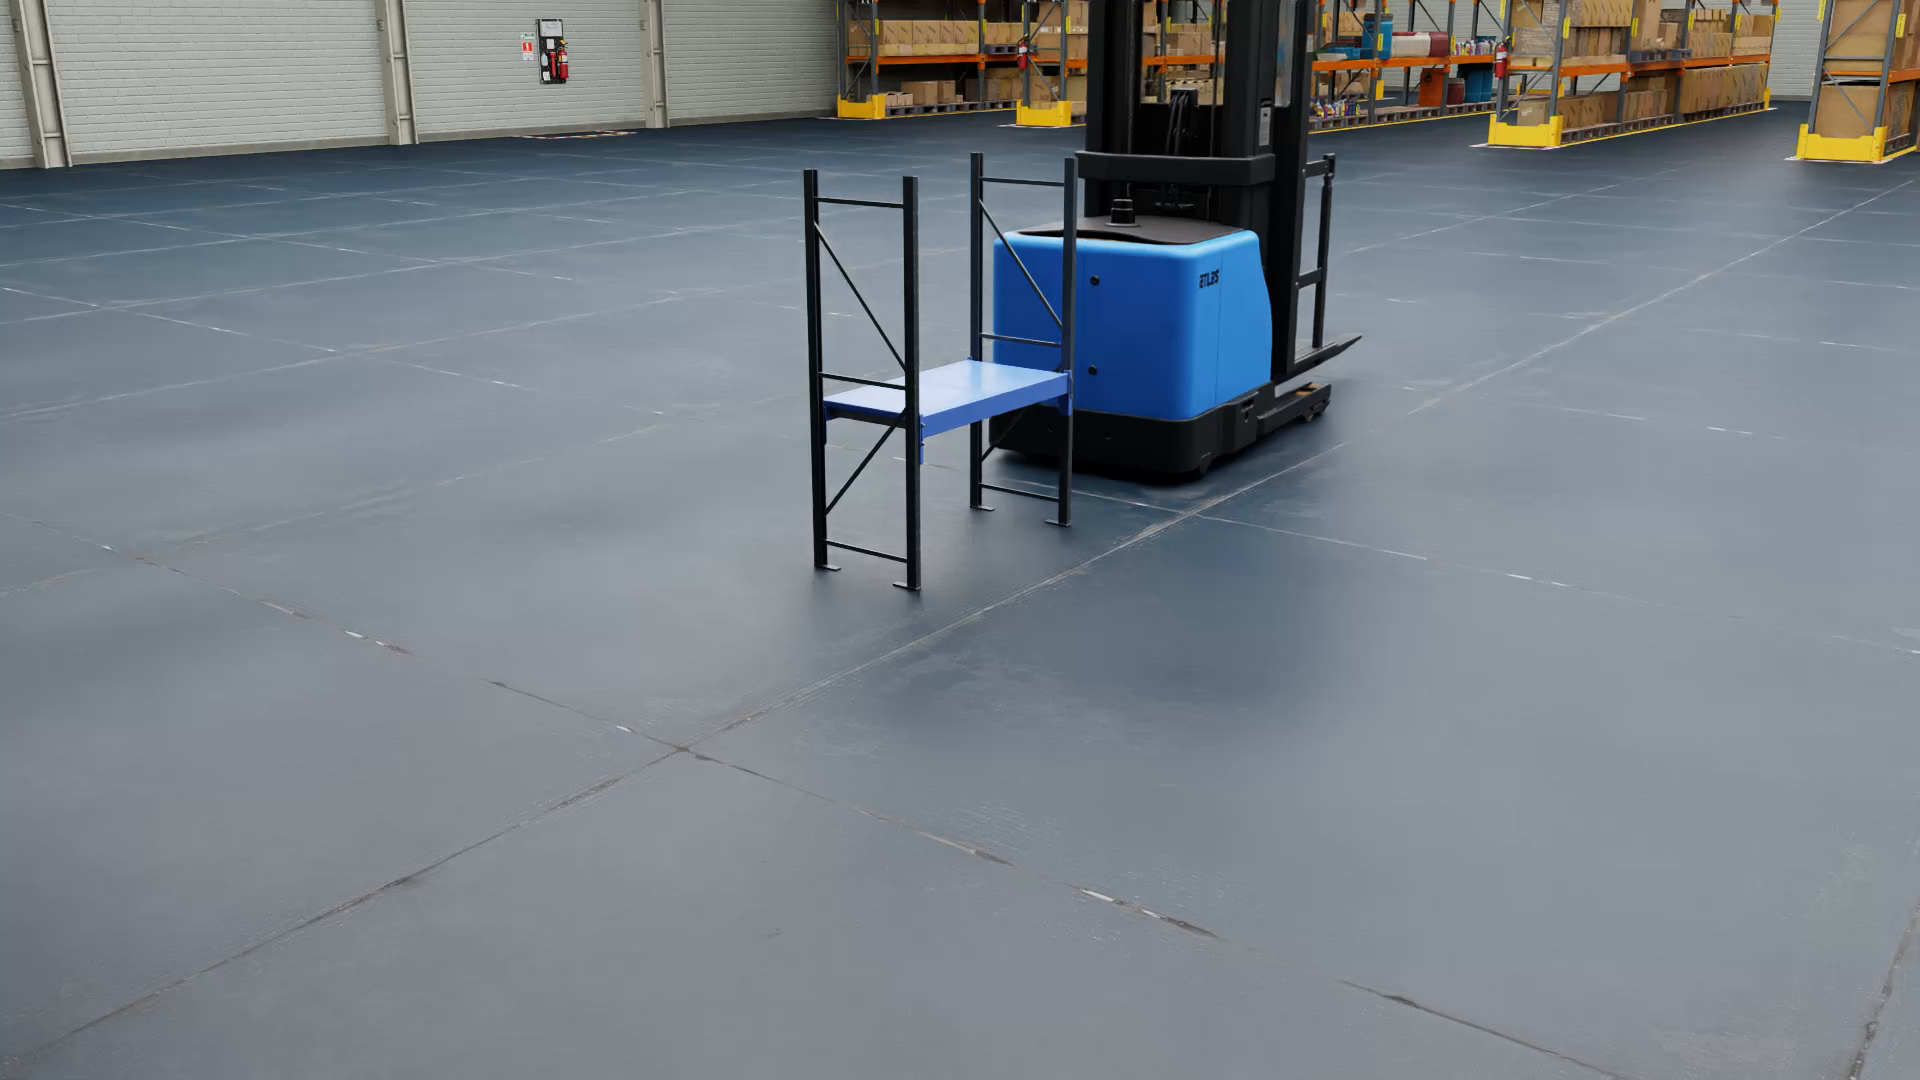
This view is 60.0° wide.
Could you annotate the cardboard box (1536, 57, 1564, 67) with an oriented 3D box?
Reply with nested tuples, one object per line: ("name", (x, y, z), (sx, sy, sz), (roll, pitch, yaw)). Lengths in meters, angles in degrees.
("cardboard box", (10.046, -8.140, 28.321), (0.380, 0.149, 0.250), (12, 21, 35))

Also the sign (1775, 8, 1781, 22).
("sign", (19.645, -12.612, 39.946), (0.100, 0.325, 0.005), (12, 21, 35))

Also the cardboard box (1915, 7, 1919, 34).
("cardboard box", (15.509, -8.640, 27.435), (0.875, 0.550, 0.550), (12, 21, 35))

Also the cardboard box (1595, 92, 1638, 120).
("cardboard box", (12.750, -8.456, 32.388), (0.700, 0.500, 0.500), (12, 21, 34))

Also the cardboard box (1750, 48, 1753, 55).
("cardboard box", (18.205, -11.355, 38.676), (0.380, 0.149, 0.250), (12, 21, 33))

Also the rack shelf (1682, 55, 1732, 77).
("rack shelf", (15.643, -10.272, 35.977), (1.077, 0.370, 4.000), (12, 21, 35))

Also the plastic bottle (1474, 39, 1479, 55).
("plastic bottle", (11.916, -11.405, 38.494), (0.144, 0.351, 0.185), (12, 21, 35))

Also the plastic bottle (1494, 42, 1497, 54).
("plastic bottle", (12.664, -11.670, 39.475), (0.152, 0.276, 0.135), (12, 21, 35))

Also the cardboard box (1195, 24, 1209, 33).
("cardboard box", (6.563, -14.515, 47.922), (0.980, 0.700, 0.700), (12, 21, 34))

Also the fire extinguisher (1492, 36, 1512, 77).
("fire extinguisher", (9.246, -8.251, 28.386), (0.296, 0.674, 0.183), (12, 21, 35))

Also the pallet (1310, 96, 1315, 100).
("pallet", (8.427, -11.311, 42.812), (1.003, 0.211, 1.213), (12, 21, 35))

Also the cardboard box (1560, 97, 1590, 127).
("cardboard box", (11.155, -7.806, 30.328), (0.500, 0.500, 0.500), (10, 20, 30))

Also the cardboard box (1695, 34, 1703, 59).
("cardboard box", (15.265, -10.378, 34.936), (0.500, 0.500, 0.500), (12, 21, 33))

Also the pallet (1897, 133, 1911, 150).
("pallet", (15.475, -6.787, 28.243), (1.003, 0.211, 1.213), (12, 21, 35))

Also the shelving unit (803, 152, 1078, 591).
("shelving unit", (-0.051, -0.696, 6.456), (0.538, 1.500, 1.048), (12, 21, 35))

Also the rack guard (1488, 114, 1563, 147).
("rack guard", (9.730, -7.058, 28.630), (1.175, 0.500, 0.348), (12, 21, 35))

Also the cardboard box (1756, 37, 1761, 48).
("cardboard box", (18.536, -11.711, 39.148), (0.500, 0.250, 0.500), (12, 21, 33))

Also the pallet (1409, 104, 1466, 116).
("pallet", (10.910, -9.878, 38.197), (1.003, 0.211, 1.213), (12, 21, 35))

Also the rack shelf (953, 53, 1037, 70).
("rack shelf", (1.325, -11.945, 41.365), (1.077, 0.370, 4.000), (12, 21, 35))

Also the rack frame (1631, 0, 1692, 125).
("rack frame", (14.451, -10.139, 34.336), (1.000, 3.000, 0.127), (12, 21, 35))

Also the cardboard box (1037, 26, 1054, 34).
("cardboard box", (1.806, -10.467, 34.131), (0.380, 0.149, 0.250), (12, 21, 34))

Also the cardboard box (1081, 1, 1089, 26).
("cardboard box", (2.360, -10.900, 34.431), (0.700, 0.500, 0.500), (12, 21, 33))

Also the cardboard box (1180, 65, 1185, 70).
("cardboard box", (6.259, -13.627, 47.980), (0.380, 0.149, 0.250), (13, 21, 35))

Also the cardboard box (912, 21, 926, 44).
("cardboard box", (-1.108, -11.454, 37.526), (0.500, 0.500, 0.500), (12, 21, 33))

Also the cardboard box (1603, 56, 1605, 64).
("cardboard box", (11.508, -8.741, 30.258), (0.380, 0.149, 0.250), (12, 21, 35))

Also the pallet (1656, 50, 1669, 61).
("pallet", (13.305, -9.569, 32.823), (1.003, 0.211, 1.213), (12, 21, 35))

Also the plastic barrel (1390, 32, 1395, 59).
("plastic barrel", (8.836, -10.316, 34.676), (0.433, 0.535, 0.433), (0, 17, 0))

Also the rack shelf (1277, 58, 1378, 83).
("rack shelf", (6.898, -9.242, 32.660), (1.077, 0.370, 4.000), (12, 21, 35))

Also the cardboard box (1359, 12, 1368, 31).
("cardboard box", (10.614, -13.922, 44.663), (0.500, 0.500, 0.500), (13, 22, 36))

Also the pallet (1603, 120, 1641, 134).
("pallet", (12.531, -8.041, 32.280), (1.003, 0.211, 1.213), (12, 21, 35))

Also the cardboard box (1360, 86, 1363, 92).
("cardboard box", (10.825, -12.400, 45.650), (0.380, 0.166, 0.250), (12, 21, 35))

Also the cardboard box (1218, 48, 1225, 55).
("cardboard box", (6.184, -11.508, 39.166), (0.380, 0.149, 0.250), (12, 21, 35))

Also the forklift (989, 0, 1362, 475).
("forklift", (1.333, -2.084, 8.512), (1.130, 2.935, 3.031), (10, 20, 30))

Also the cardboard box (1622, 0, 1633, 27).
("cardboard box", (12.021, -9.698, 30.559), (0.500, 0.500, 0.500), (12, 21, 35))

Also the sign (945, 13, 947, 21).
("sign", (-0.314, -12.463, 39.866), (0.100, 0.325, 0.005), (12, 21, 35))

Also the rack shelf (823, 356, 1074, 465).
("rack shelf", (-0.051, -0.524, 6.509), (0.538, 0.185, 1.000), (12, 21, 35))

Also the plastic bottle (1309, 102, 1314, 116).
("plastic bottle", (7.044, -8.686, 33.507), (0.152, 0.276, 0.135), (12, 21, 35))

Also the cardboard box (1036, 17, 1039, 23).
("cardboard box", (2.156, -13.166, 42.079), (0.380, 0.149, 0.250), (9, 19, 26))

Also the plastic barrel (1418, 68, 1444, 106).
("plastic barrel", (10.751, -10.298, 37.799), (0.600, 0.830, 0.708), (12, 21, 35))

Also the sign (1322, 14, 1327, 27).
("sign", (9.329, -13.299, 42.559), (0.100, 0.325, 0.005), (12, 21, 35))

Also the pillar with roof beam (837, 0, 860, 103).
("pillar with roof beam", (0.930, -13.284, 34.346), (9.100, 9.000, 0.400), (12, 21, 35))

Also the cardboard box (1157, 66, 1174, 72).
("cardboard box", (5.779, -13.244, 46.746), (0.380, 0.149, 0.250), (13, 22, 37))

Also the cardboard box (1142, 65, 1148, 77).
("cardboard box", (4.617, -12.714, 45.544), (0.750, 0.750, 0.750), (13, 21, 35))

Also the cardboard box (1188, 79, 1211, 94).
("cardboard box", (5.476, -10.514, 38.526), (0.500, 0.311, 0.500), (13, 22, 36))

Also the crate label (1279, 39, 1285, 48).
("crate label", (6.586, -9.612, 32.579), (0.502, 0.435, 0.616), (12, 21, 35))

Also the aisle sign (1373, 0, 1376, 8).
("aisle sign", (11.551, -15.000, 45.604), (0.394, 0.787, 0.004), (12, 21, 35))

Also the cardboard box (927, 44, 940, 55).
("cardboard box", (-0.795, -11.224, 38.049), (0.500, 0.250, 0.500), (13, 21, 35))

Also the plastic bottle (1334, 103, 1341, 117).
("plastic bottle", (7.531, -8.606, 33.250), (0.152, 0.276, 0.135), (13, 21, 36))

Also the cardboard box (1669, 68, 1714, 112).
("cardboard box", (15.416, -9.697, 35.786), (1.225, 0.875, 0.875), (12, 21, 35))

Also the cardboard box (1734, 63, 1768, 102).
("cardboard box", (18.901, -11.064, 40.189), (0.875, 0.875, 0.875), (12, 21, 35))

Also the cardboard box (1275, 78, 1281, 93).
("cardboard box", (7.609, -11.209, 41.255), (0.500, 0.500, 0.500), (12, 21, 34))

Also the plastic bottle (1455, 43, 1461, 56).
("plastic bottle", (11.267, -11.111, 37.676), (0.152, 0.276, 0.135), (12, 21, 35))

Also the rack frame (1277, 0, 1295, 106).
("rack frame", (5.707, -9.109, 31.019), (1.000, 3.000, 0.127), (12, 21, 35))
